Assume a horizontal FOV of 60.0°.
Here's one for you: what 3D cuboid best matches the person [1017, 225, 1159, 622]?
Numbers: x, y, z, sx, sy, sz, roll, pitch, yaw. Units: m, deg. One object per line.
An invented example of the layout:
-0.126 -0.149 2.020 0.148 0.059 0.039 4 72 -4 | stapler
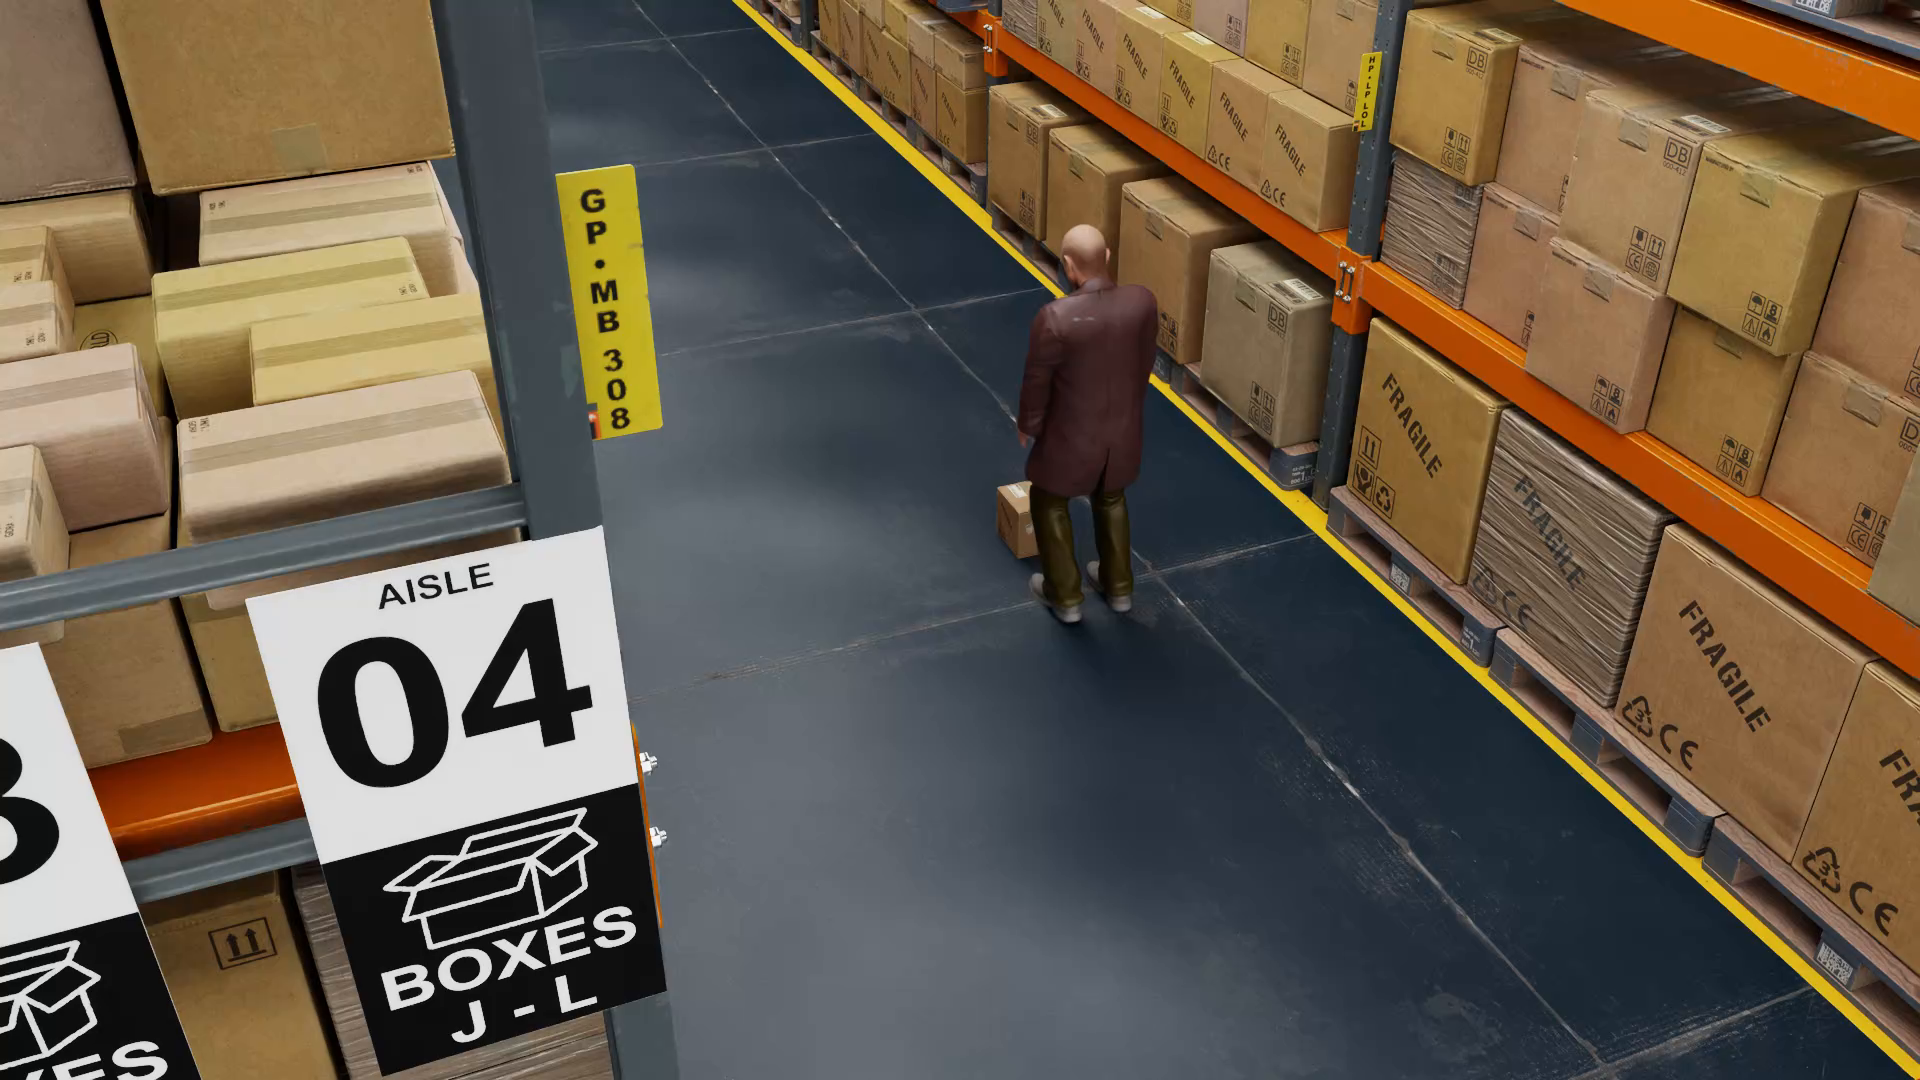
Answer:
0.513 -0.461 6.905 0.583 1.746 0.403 -12 35 -18 | person
